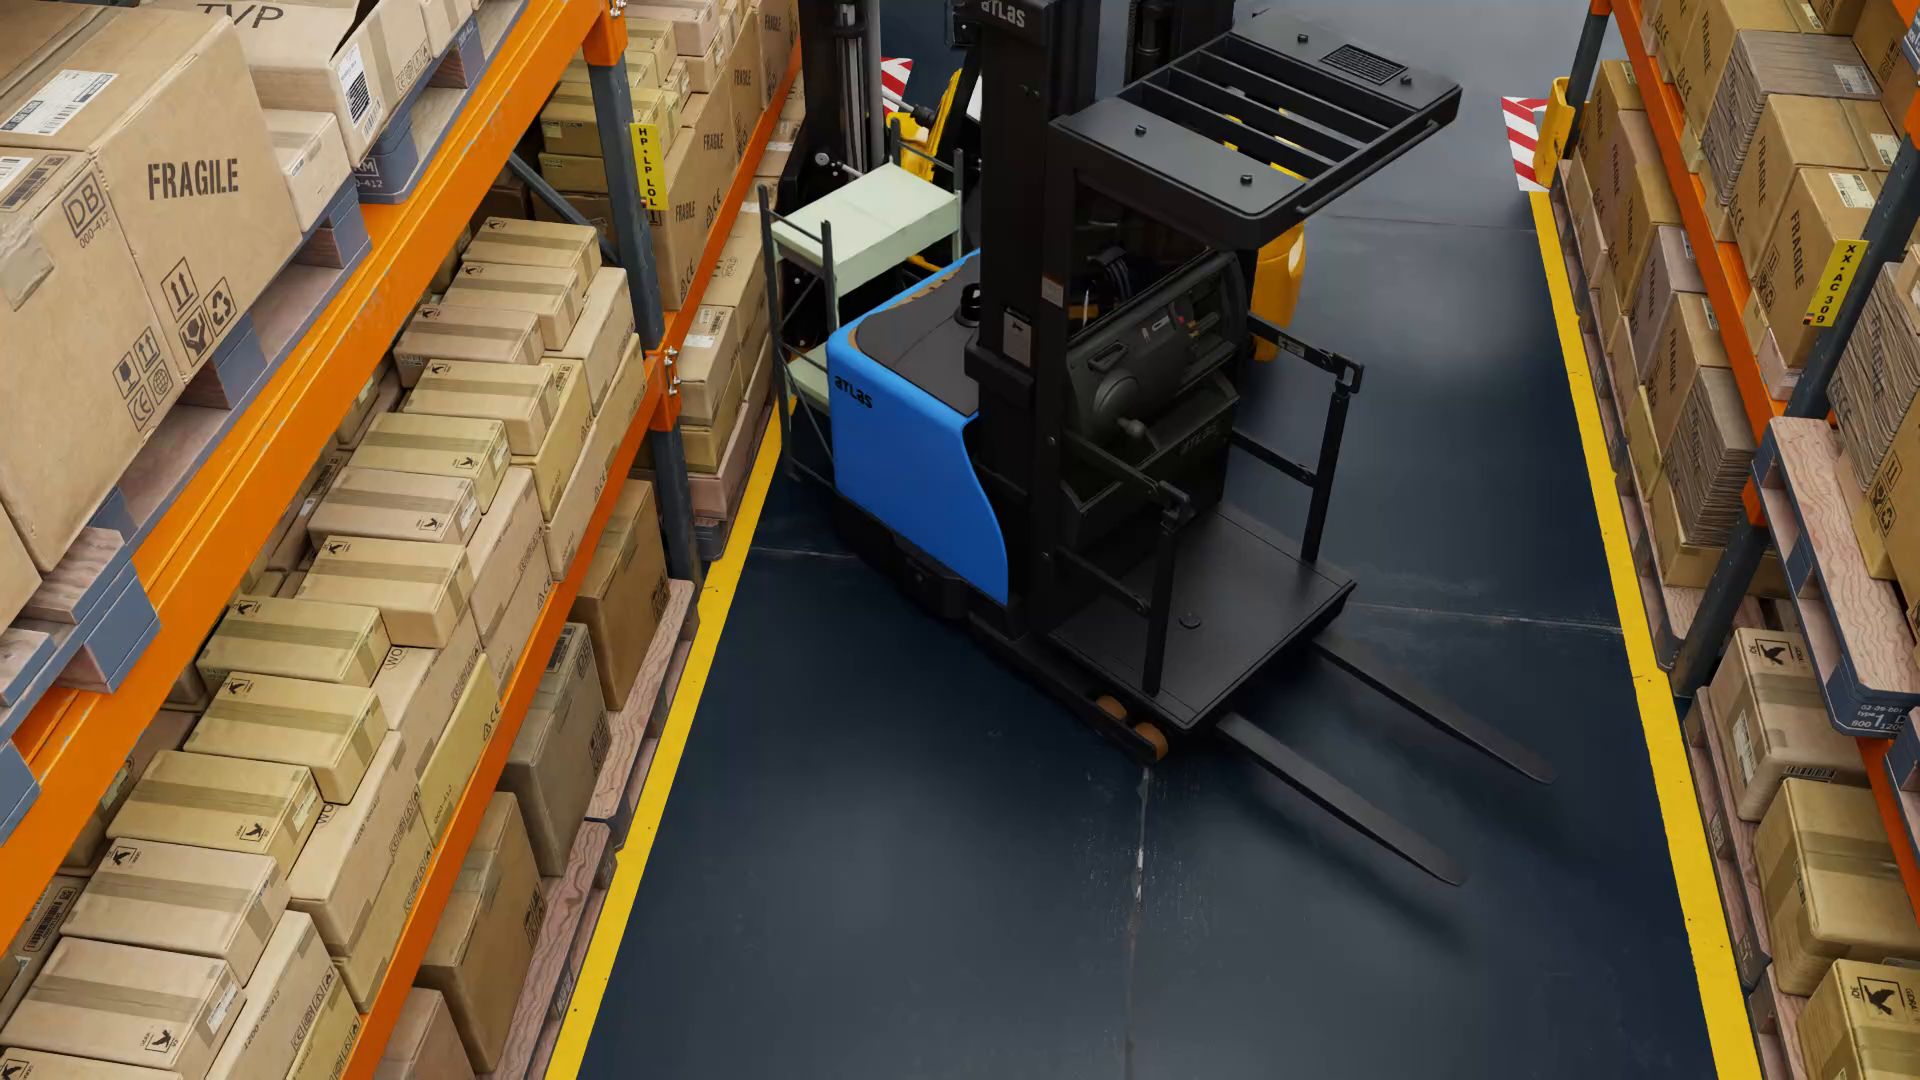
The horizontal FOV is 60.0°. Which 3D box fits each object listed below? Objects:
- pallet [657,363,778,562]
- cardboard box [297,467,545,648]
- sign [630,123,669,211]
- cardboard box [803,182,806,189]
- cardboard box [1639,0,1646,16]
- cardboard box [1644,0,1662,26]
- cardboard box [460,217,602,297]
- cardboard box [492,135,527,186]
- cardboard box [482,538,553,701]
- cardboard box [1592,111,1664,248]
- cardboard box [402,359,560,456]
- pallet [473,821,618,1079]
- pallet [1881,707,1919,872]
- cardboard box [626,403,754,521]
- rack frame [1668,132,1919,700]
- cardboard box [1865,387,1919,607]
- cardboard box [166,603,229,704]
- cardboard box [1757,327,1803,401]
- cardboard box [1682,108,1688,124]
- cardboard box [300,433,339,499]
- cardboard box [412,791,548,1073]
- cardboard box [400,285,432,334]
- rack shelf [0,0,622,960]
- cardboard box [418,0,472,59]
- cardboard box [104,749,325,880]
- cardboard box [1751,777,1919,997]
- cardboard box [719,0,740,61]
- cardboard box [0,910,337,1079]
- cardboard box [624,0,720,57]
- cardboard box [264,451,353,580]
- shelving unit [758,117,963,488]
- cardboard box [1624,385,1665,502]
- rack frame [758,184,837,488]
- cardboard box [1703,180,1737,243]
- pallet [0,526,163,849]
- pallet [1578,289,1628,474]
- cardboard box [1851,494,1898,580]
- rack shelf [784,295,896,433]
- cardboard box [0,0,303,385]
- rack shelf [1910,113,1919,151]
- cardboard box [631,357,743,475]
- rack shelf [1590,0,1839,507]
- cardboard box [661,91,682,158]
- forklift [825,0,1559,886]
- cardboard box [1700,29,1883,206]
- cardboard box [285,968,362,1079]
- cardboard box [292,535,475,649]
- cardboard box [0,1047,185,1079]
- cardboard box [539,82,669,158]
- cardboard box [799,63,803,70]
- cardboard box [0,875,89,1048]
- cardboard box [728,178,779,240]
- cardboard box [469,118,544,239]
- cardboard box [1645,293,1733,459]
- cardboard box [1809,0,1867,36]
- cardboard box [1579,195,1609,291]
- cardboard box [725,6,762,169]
[{"bbox_3d":[-1.443,-0.433,7.554,1.003,0.211,1.213,5,44,6],"label":"pallet"},{"bbox_3d":[-1.535,0.022,4.790,0.500,0.250,0.500,6,44,6],"label":"cardboard box"},{"bbox_3d":[-1.050,-1.257,5.611,0.100,0.325,0.005,5,44,6],"label":"sign"},{"bbox_3d":[-1.009,-1.574,8.061,0.500,0.250,0.500,5,44,5],"label":"cardboard box"},{"bbox_3d":[3.475,-2.534,7.928,0.380,0.149,0.250,4,44,4],"label":"cardboard box"},{"bbox_3d":[3.457,-2.678,7.608,0.500,0.500,0.500,6,44,7],"label":"cardboard box"},{"bbox_3d":[-1.414,-0.926,5.502,0.380,0.149,0.250,7,44,7],"label":"cardboard box"},{"bbox_3d":[-1.801,-1.422,6.026,0.380,0.149,0.250,5,44,5],"label":"cardboard box"},{"bbox_3d":[-1.554,0.193,4.974,0.500,0.250,0.500,5,44,6],"label":"cardboard box"},{"bbox_3d":[3.412,-1.714,8.027,0.500,0.500,0.500,4,44,4],"label":"cardboard box"},{"bbox_3d":[-1.418,-0.396,4.942,0.380,0.149,0.250,4,44,4],"label":"cardboard box"},{"bbox_3d":[-1.807,1.444,5.571,1.003,0.211,1.213,5,44,6],"label":"pallet"},{"bbox_3d":[3.024,0.984,4.169,1.003,0.211,1.213,5,44,6],"label":"pallet"},{"bbox_3d":[-1.197,-0.361,7.144,0.500,0.250,0.500,6,44,6],"label":"cardboard box"},{"bbox_3d":[3.331,-0.459,5.553,1.000,3.000,0.127,5,44,6],"label":"rack frame"},{"bbox_3d":[2.919,-0.121,4.601,0.500,0.500,0.500,5,44,6],"label":"cardboard box"},{"bbox_3d":[-2.092,0.259,4.251,0.380,0.149,0.250,6,44,7],"label":"cardboard box"},{"bbox_3d":[3.072,-0.614,5.900,0.380,0.149,0.250,5,44,5],"label":"cardboard box"},{"bbox_3d":[3.356,-1.824,7.177,0.380,0.149,0.250,4,44,4],"label":"cardboard box"},{"bbox_3d":[-2.041,-0.268,4.807,0.380,0.149,0.250,5,44,5],"label":"cardboard box"},{"bbox_3d":[-1.855,1.200,5.223,0.875,0.625,0.625,4,44,4],"label":"cardboard box"},{"bbox_3d":[-1.936,-0.781,5.349,0.380,0.149,0.250,4,44,4],"label":"cardboard box"},{"bbox_3d":[-1.854,-0.372,3.803,1.077,0.370,4.000,5,44,6],"label":"rack shelf"},{"bbox_3d":[-1.434,-1.317,4.082,0.380,0.149,0.250,5,44,5],"label":"cardboard box"},{"bbox_3d":[-1.716,0.643,3.844,0.380,0.149,0.250,6,44,6],"label":"cardboard box"},{"bbox_3d":[3.173,1.191,5.417,0.950,0.372,0.625,8,44,8],"label":"cardboard box"},{"bbox_3d":[-1.105,-2.069,6.709,0.380,0.149,0.250,5,44,5],"label":"cardboard box"},{"bbox_3d":[-1.750,1.070,3.684,0.500,0.250,0.500,7,44,7],"label":"cardboard box"},{"bbox_3d":[-1.147,-2.005,6.425,0.380,0.149,0.250,6,44,6],"label":"cardboard box"},{"bbox_3d":[-2.066,-0.022,4.837,0.500,0.250,0.500,4,44,5],"label":"cardboard box"},{"bbox_3d":[-0.392,-0.939,7.151,0.431,1.500,0.755,33,53,30],"label":"shelving unit"},{"bbox_3d":[3.203,-0.404,7.190,0.500,0.250,0.500,4,44,4],"label":"cardboard box"},{"bbox_3d":[-0.645,-0.758,6.960,0.400,1.500,0.023,33,53,30],"label":"rack frame"},{"bbox_3d":[3.203,-1.307,6.632,0.380,0.149,0.250,5,44,5],"label":"cardboard box"},{"bbox_3d":[-2.117,0.327,2.678,1.213,0.211,1.003,7,44,7],"label":"pallet"},{"bbox_3d":[3.544,-0.741,7.879,1.003,0.211,1.213,5,44,6],"label":"pallet"},{"bbox_3d":[2.903,-0.003,4.949,0.380,0.149,0.250,6,44,6],"label":"cardboard box"},{"bbox_3d":[-0.392,-0.703,7.376,0.431,0.370,0.720,33,53,30],"label":"rack shelf"},{"bbox_3d":[-1.646,-0.661,3.134,0.500,0.500,0.500,6,44,7],"label":"cardboard box"},{"bbox_3d":[3.067,0.076,3.329,1.077,0.370,4.000,5,44,6],"label":"rack shelf"},{"bbox_3d":[-1.219,-0.545,6.974,0.500,0.250,0.500,5,44,5],"label":"cardboard box"},{"bbox_3d":[3.596,-1.561,7.240,1.077,0.370,4.000,5,44,6],"label":"rack shelf"},{"bbox_3d":[-1.254,-1.549,6.160,0.380,0.149,0.250,6,44,6],"label":"cardboard box"},{"bbox_3d":[0.857,-0.612,5.765,3.031,2.935,1.130,34,53,31],"label":"forklift"},{"bbox_3d":[3.269,-1.634,6.505,0.500,0.500,0.500,6,44,7],"label":"cardboard box"},{"bbox_3d":[-1.746,1.251,3.857,0.500,0.250,0.500,4,44,5],"label":"cardboard box"},{"bbox_3d":[-1.512,0.135,4.381,0.380,0.149,0.250,4,44,4],"label":"cardboard box"},{"bbox_3d":[-1.750,1.174,3.284,0.380,0.149,0.250,6,44,6],"label":"cardboard box"},{"bbox_3d":[-1.253,-1.478,5.868,0.380,0.149,0.250,6,44,6],"label":"cardboard box"},{"bbox_3d":[-0.874,-2.460,8.634,0.500,0.250,0.500,6,44,6],"label":"cardboard box"},{"bbox_3d":[-2.268,1.011,3.746,0.500,0.250,0.500,6,44,6],"label":"cardboard box"},{"bbox_3d":[-1.082,-1.413,7.528,0.500,0.250,0.500,7,44,7],"label":"cardboard box"},{"bbox_3d":[-1.798,-1.275,6.342,0.500,0.500,0.500,5,44,5],"label":"cardboard box"},{"bbox_3d":[3.209,-0.660,6.914,0.500,0.500,0.500,6,44,6],"label":"cardboard box"},{"bbox_3d":[3.766,-2.296,6.477,0.700,0.500,0.500,5,44,5],"label":"cardboard box"},{"bbox_3d":[3.404,-1.467,8.312,0.500,0.250,0.500,7,44,7],"label":"cardboard box"},{"bbox_3d":[-1.154,-1.924,7.028,0.500,0.500,0.500,5,44,5],"label":"cardboard box"}]
